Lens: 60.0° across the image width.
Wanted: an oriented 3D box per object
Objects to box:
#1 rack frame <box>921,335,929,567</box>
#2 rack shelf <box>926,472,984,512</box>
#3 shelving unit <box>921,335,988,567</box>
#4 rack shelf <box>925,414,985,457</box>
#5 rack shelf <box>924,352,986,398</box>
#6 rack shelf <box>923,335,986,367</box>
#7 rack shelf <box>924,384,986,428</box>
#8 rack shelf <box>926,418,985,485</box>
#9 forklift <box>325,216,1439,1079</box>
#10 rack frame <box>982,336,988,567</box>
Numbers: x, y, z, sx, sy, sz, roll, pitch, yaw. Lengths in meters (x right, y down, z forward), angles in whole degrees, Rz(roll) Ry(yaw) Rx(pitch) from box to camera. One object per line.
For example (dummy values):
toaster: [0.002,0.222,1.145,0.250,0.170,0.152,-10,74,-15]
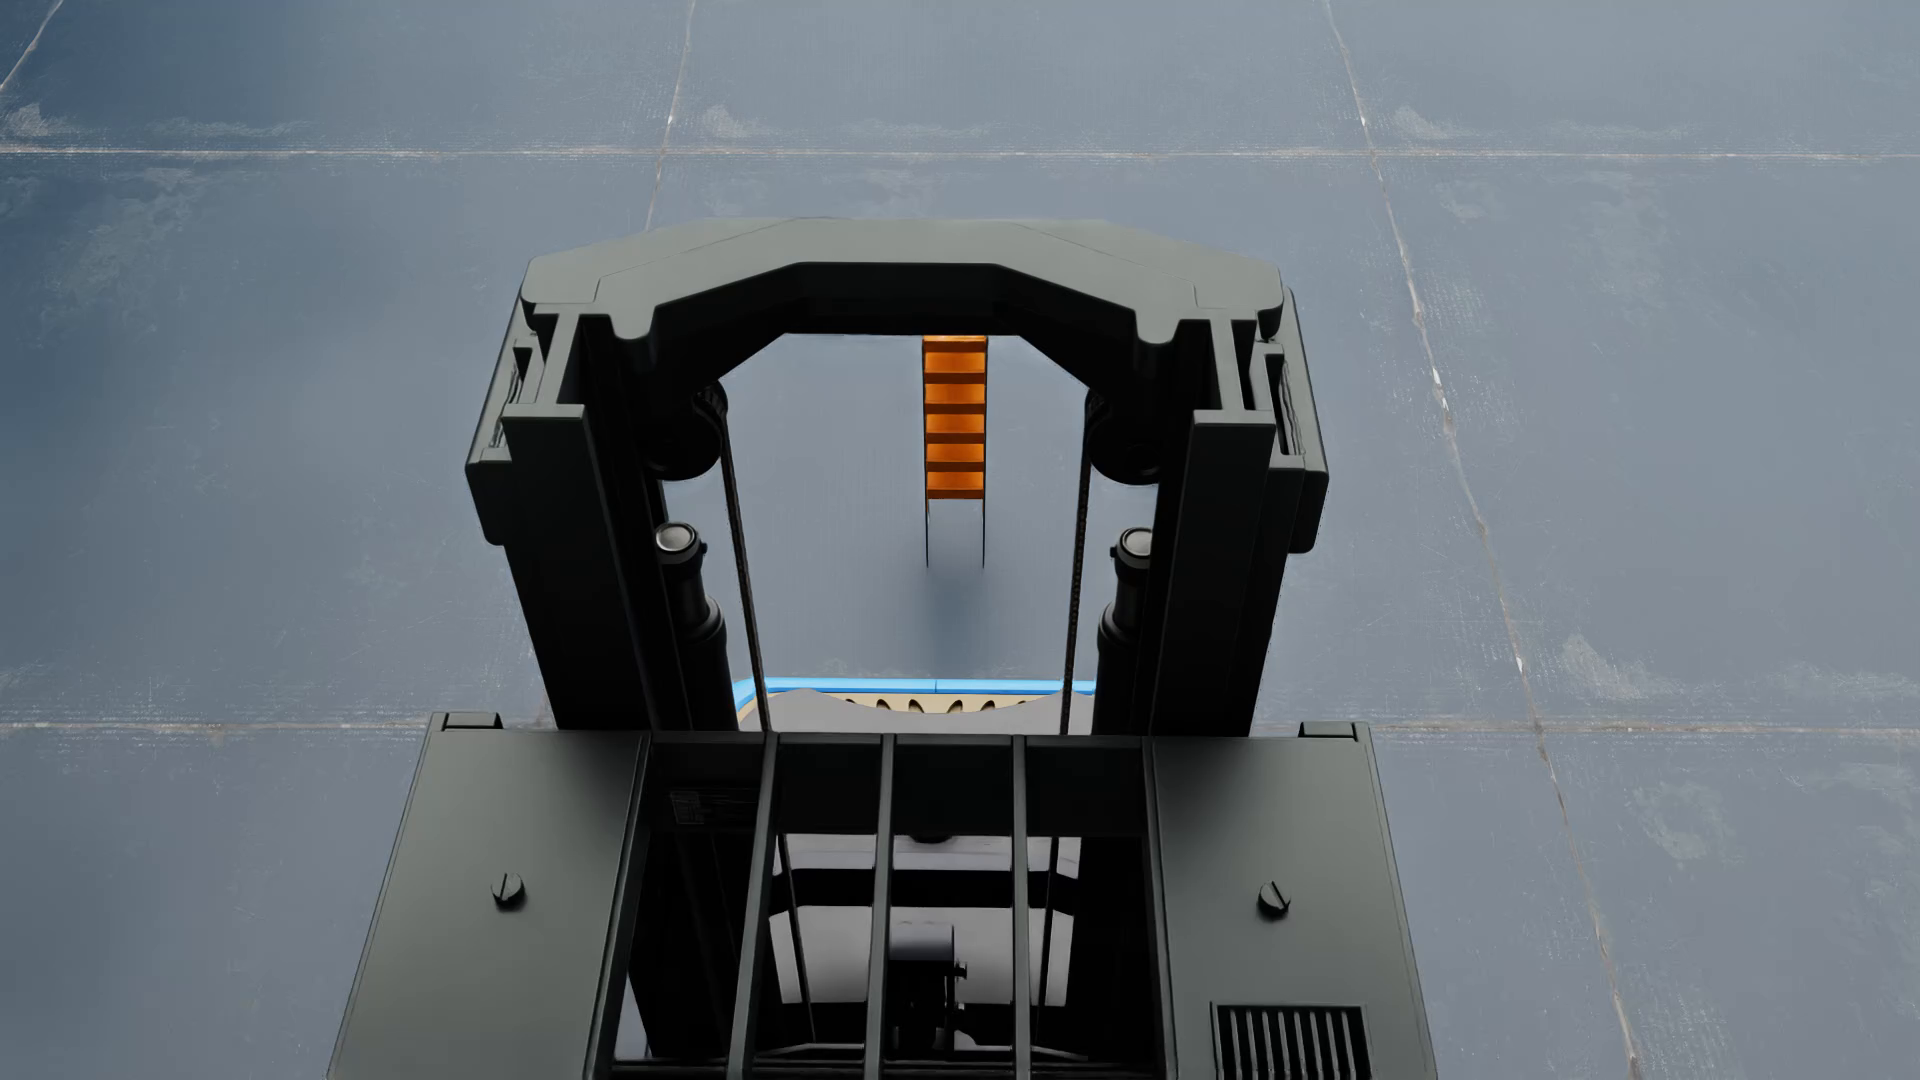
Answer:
rack frame: [-0.106,-0.409,5.067,0.006,1.200,0.240,0,47,0]
rack shelf: [-0.014,-0.215,5.275,0.180,0.103,0.258,0,47,0]
shelving unit: [-0.014,-0.409,5.067,0.189,1.200,0.258,0,47,0]
rack shelf: [-0.014,-0.379,5.100,0.180,0.103,0.258,0,47,0]
rack shelf: [-0.014,-0.542,4.924,0.180,0.103,0.258,0,47,0]
rack shelf: [-0.014,-0.624,4.836,0.180,0.103,0.258,0,47,0]
rack shelf: [-0.014,-0.460,5.012,0.180,0.103,0.258,0,47,0]
rack shelf: [-0.014,-0.297,5.188,0.180,0.103,0.258,0,47,0]
forklift: [-0.074,1.127,2.455,1.130,2.935,3.031,1,47,1]
rack frame: [0.077,-0.409,5.067,0.006,1.200,0.240,0,47,0]
